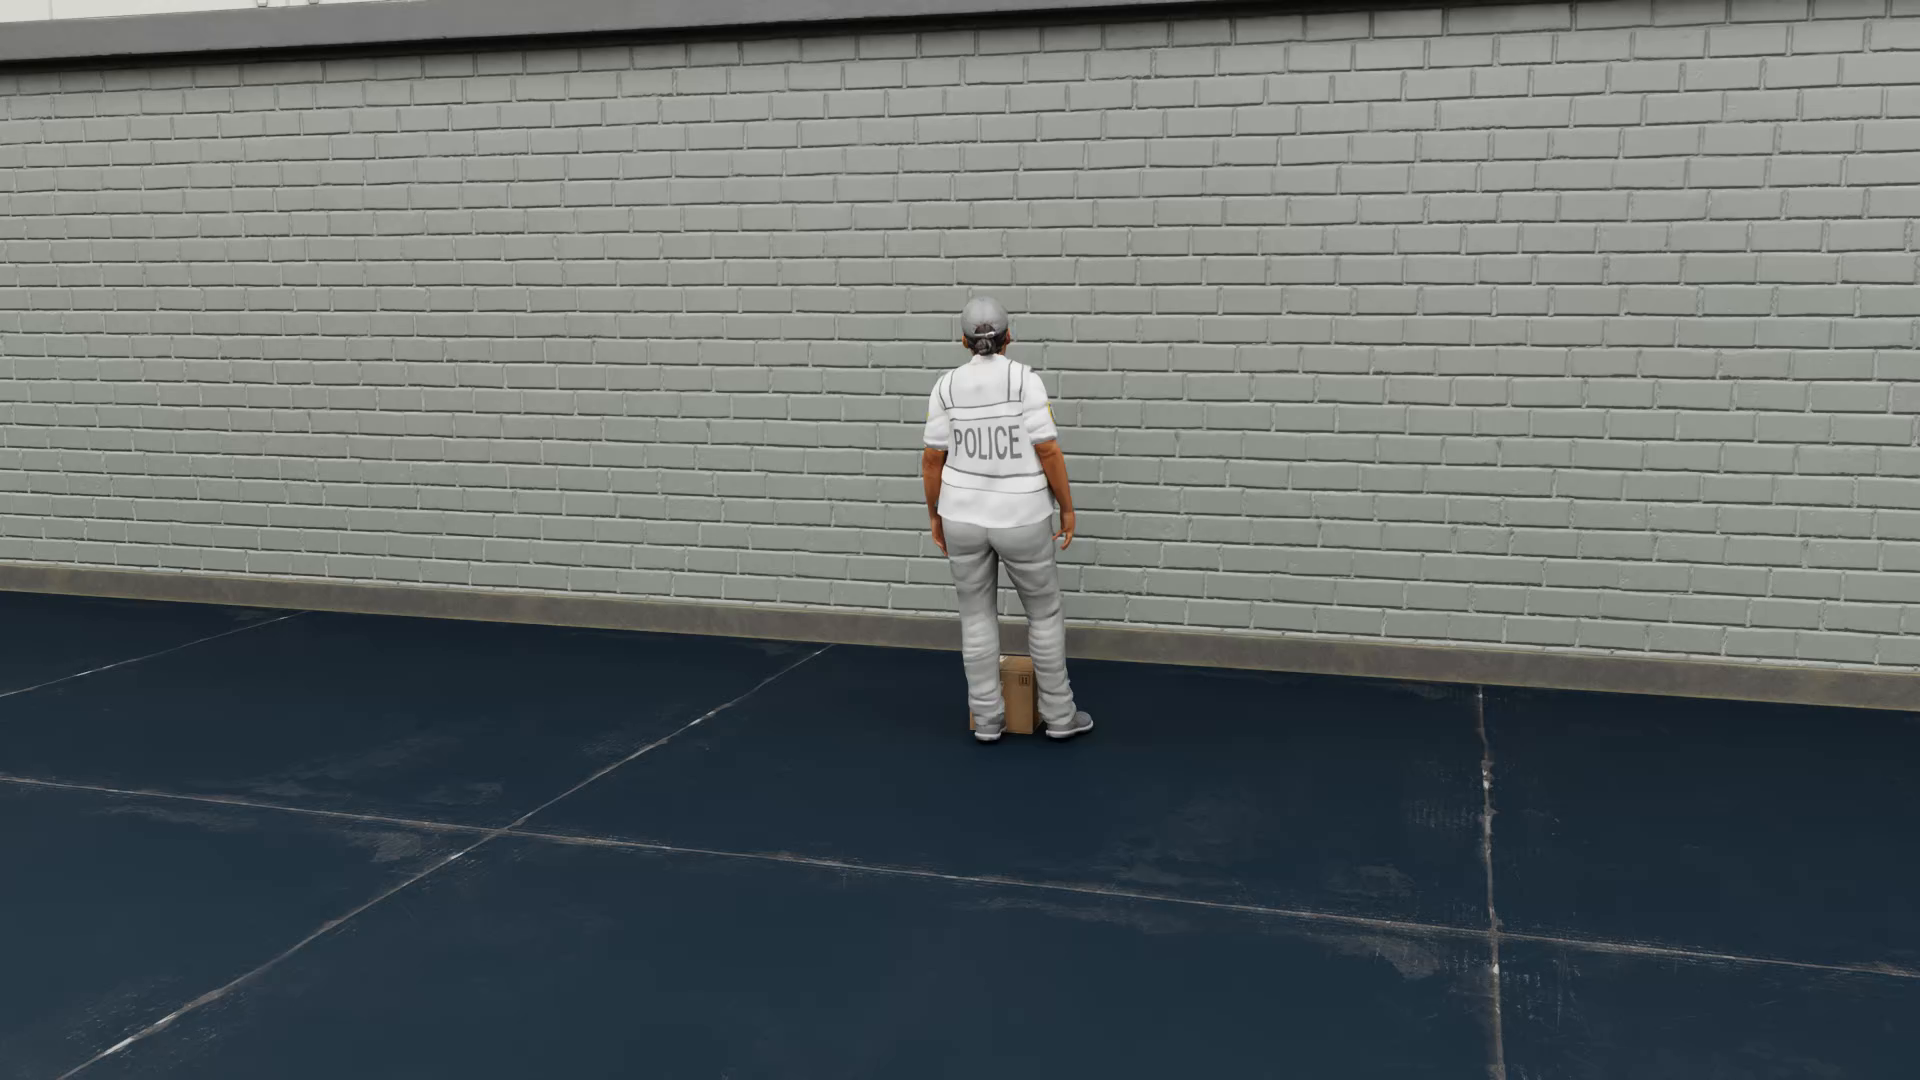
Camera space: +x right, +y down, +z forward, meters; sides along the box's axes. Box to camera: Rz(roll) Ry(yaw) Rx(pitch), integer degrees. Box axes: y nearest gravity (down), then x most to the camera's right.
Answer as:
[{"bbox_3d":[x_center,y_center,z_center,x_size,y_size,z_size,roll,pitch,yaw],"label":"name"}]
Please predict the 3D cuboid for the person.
[{"bbox_3d":[0.179,-0.075,6.259,0.597,1.670,0.529,2,9,16],"label":"person"}]
